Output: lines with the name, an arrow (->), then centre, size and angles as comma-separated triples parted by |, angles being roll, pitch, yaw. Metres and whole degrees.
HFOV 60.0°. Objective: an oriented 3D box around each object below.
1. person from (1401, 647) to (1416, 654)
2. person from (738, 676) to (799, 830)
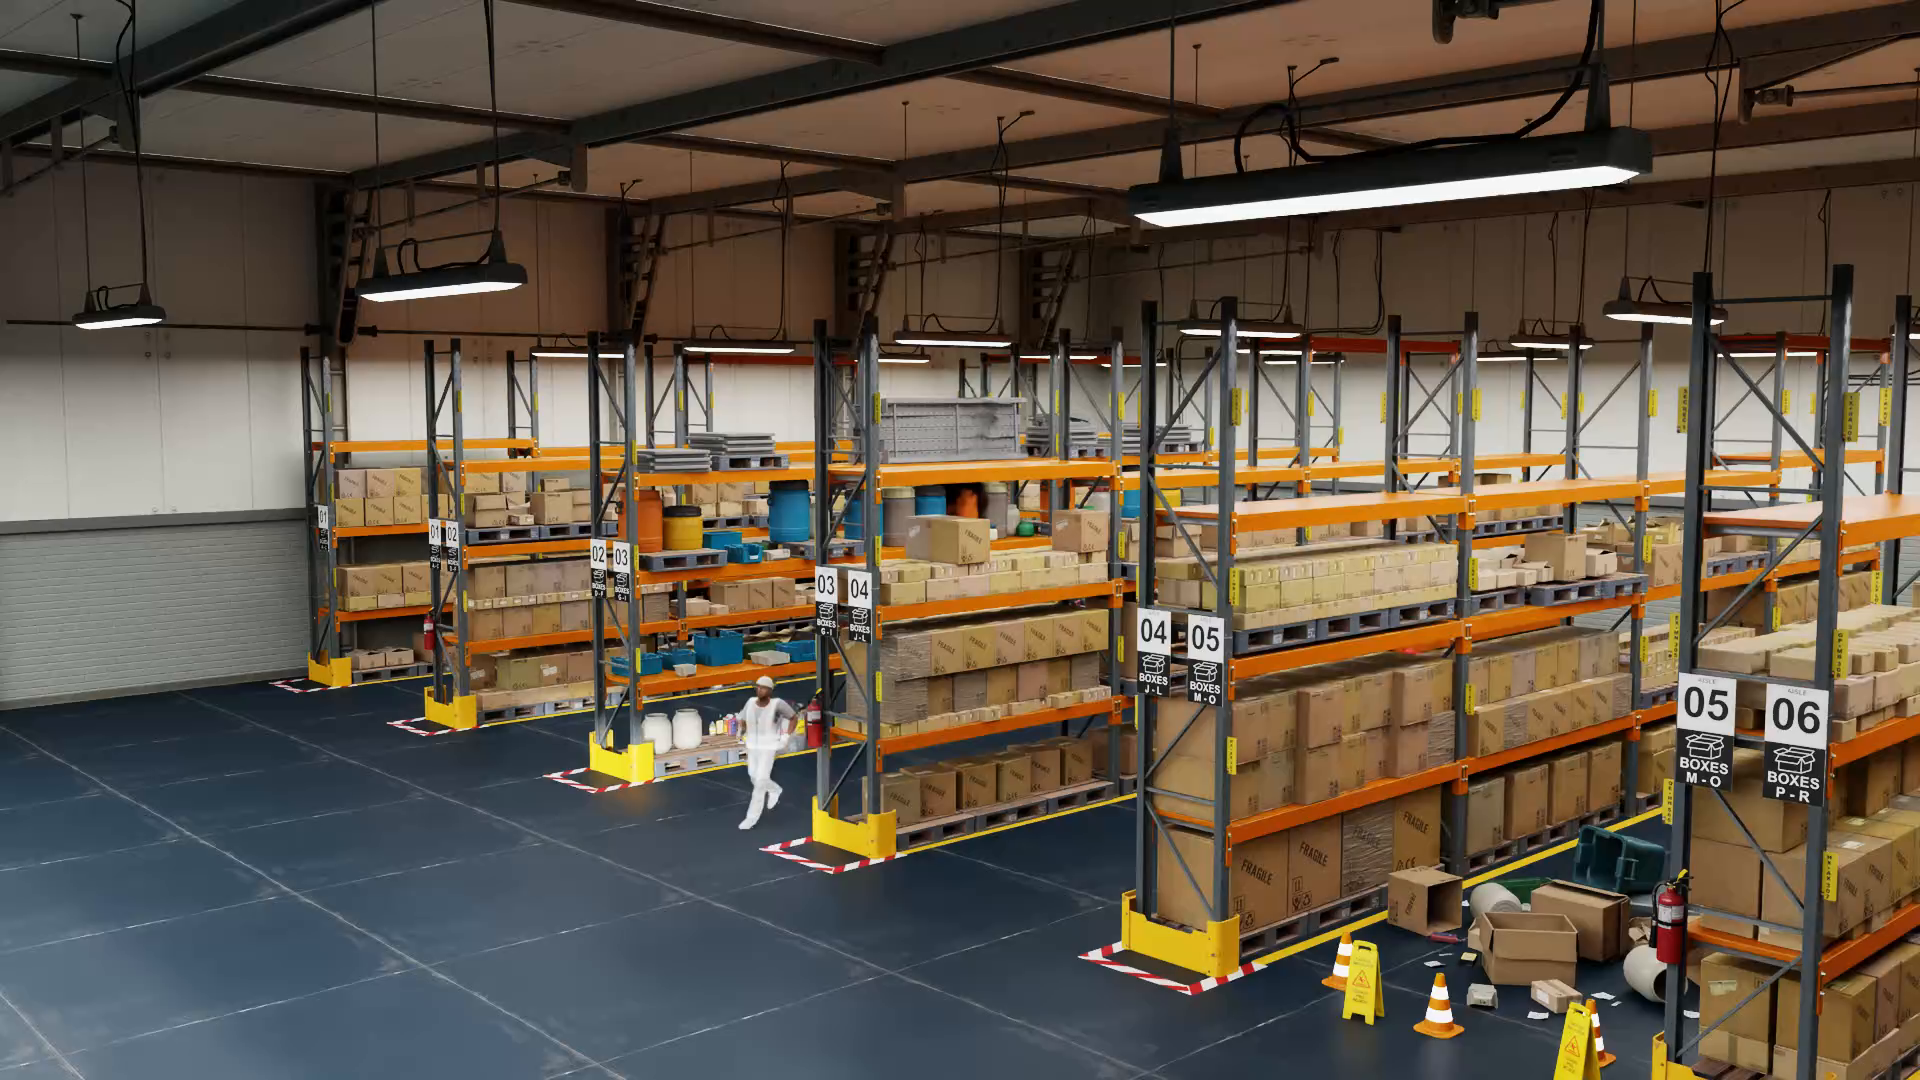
person -> 6.003, 2.323, 22.331 | 0.646, 1.751, 0.673 | -5, 7, -44
person -> -2.359, 2.517, 19.987 | 0.727, 1.775, 0.967 | 2, 6, 24
